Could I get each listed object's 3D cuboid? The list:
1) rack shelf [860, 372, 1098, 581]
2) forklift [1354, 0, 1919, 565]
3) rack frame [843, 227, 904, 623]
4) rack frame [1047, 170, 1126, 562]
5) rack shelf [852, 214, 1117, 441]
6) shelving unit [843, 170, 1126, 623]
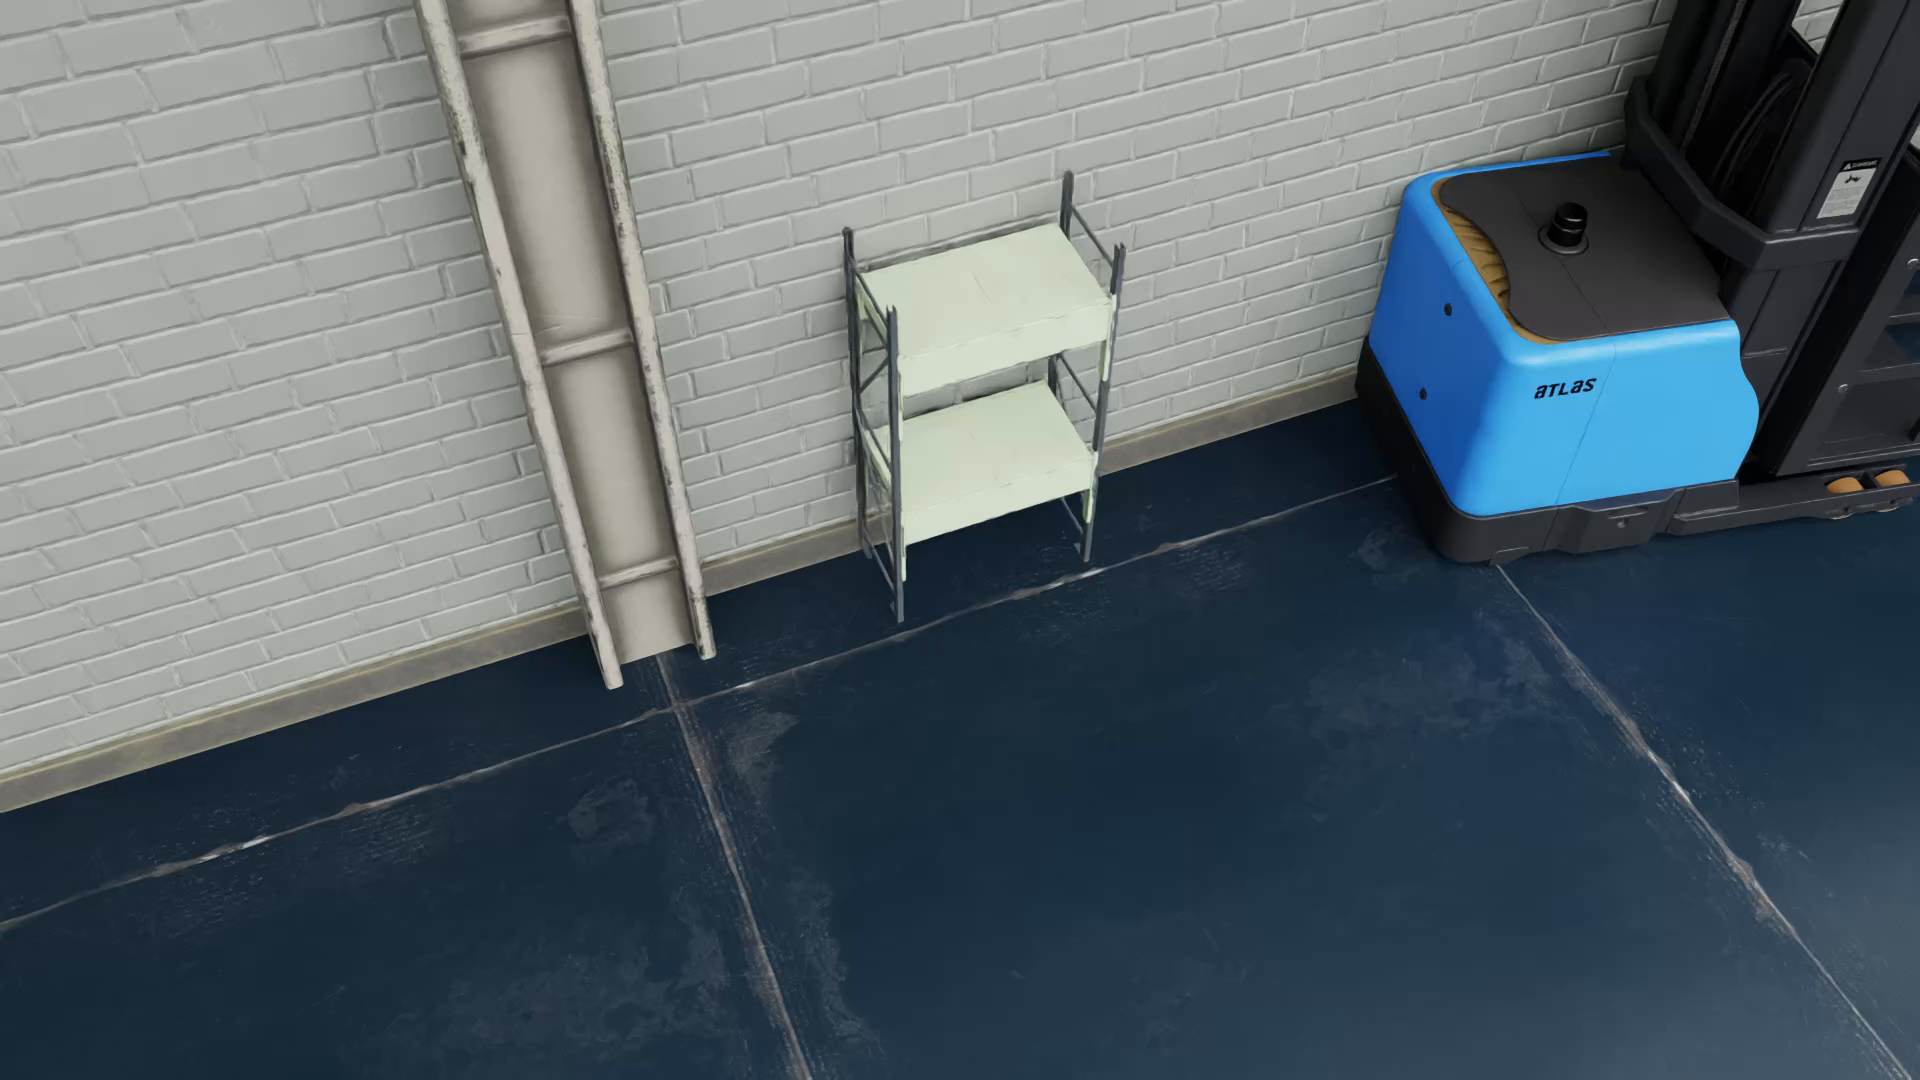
[{"bbox_3d":[0.057,-0.225,5.812,0.720,0.370,0.431,-17,53,-15],"label":"rack shelf"},{"bbox_3d":[3.153,-1.422,5.539,3.031,2.935,1.130,-8,50,-7],"label":"forklift"},{"bbox_3d":[-0.277,-0.324,5.467,0.023,1.500,0.400,-17,53,-15],"label":"rack frame"},{"bbox_3d":[0.399,-0.536,5.651,0.023,1.500,0.400,-17,53,-15],"label":"rack frame"},{"bbox_3d":[0.067,-0.676,5.256,0.720,0.370,0.431,-17,53,-15],"label":"rack shelf"},{"bbox_3d":[0.061,-0.430,5.559,0.755,1.500,0.431,-17,53,-15],"label":"shelving unit"}]
